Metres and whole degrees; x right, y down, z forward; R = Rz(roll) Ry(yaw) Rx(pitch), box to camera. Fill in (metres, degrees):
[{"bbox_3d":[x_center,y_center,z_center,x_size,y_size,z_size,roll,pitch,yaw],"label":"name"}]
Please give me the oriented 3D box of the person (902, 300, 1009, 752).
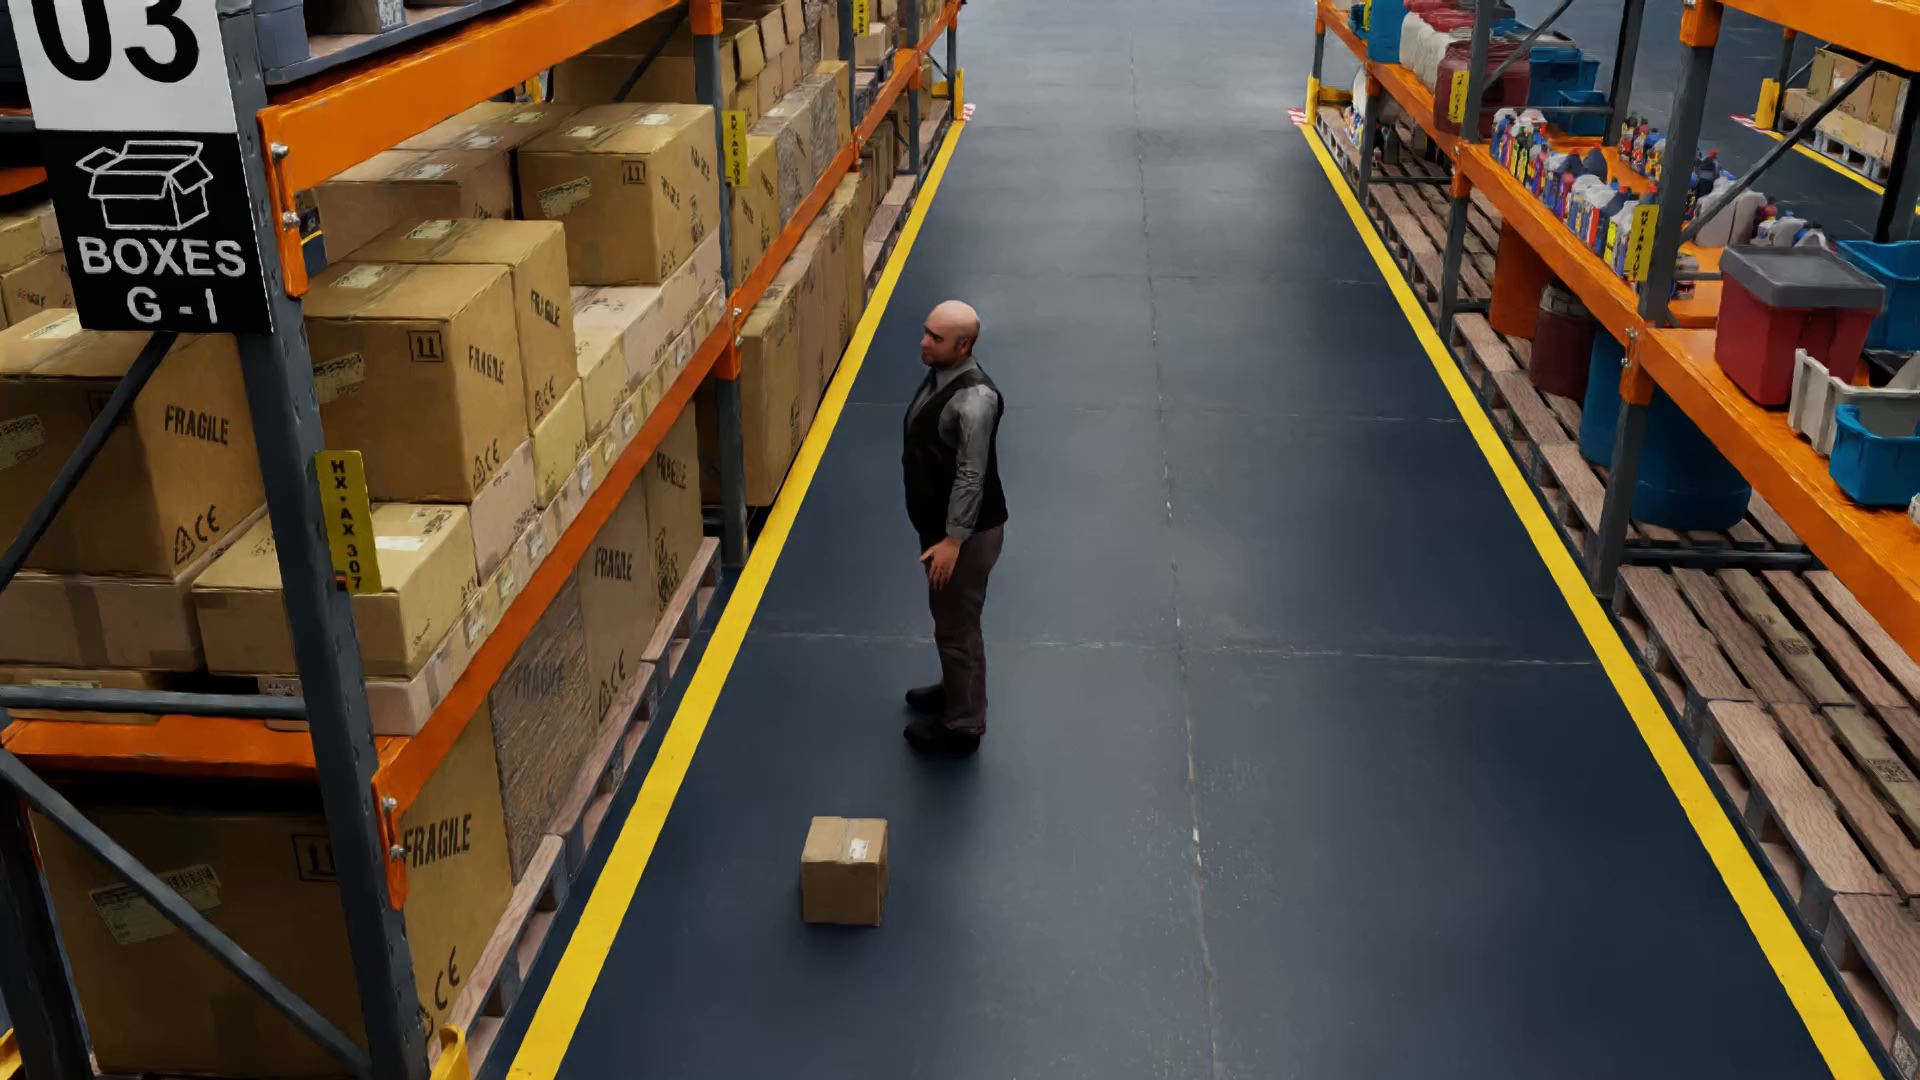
[{"bbox_3d":[-0.039,-0.042,6.175,0.393,1.729,0.600,-6,25,-13],"label":"person"}]
